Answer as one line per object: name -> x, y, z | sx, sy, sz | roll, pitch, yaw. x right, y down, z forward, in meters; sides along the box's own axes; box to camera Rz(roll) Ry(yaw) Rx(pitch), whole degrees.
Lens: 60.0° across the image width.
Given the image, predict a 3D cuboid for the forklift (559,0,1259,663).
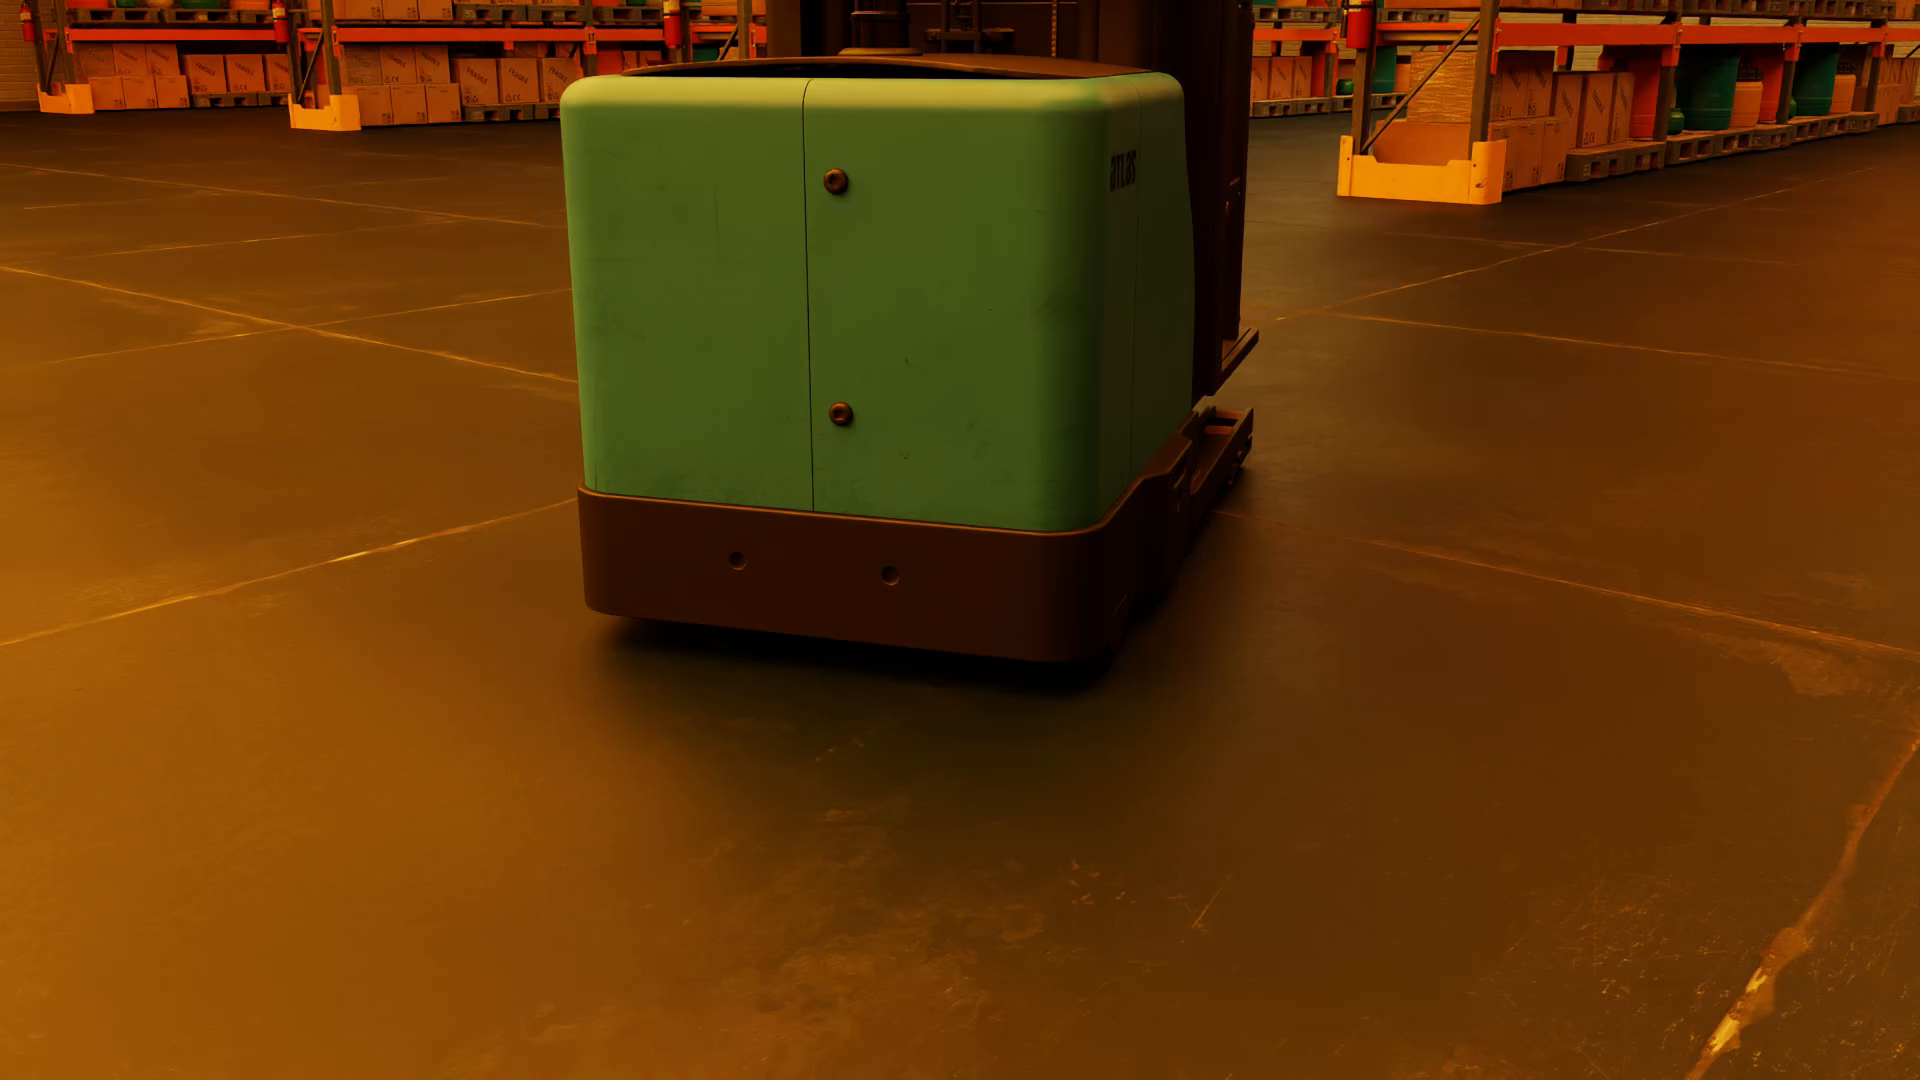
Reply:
forklift -> 0.182, -1.571, 4.072 | 1.130, 2.935, 3.031 | 5, 18, 17
